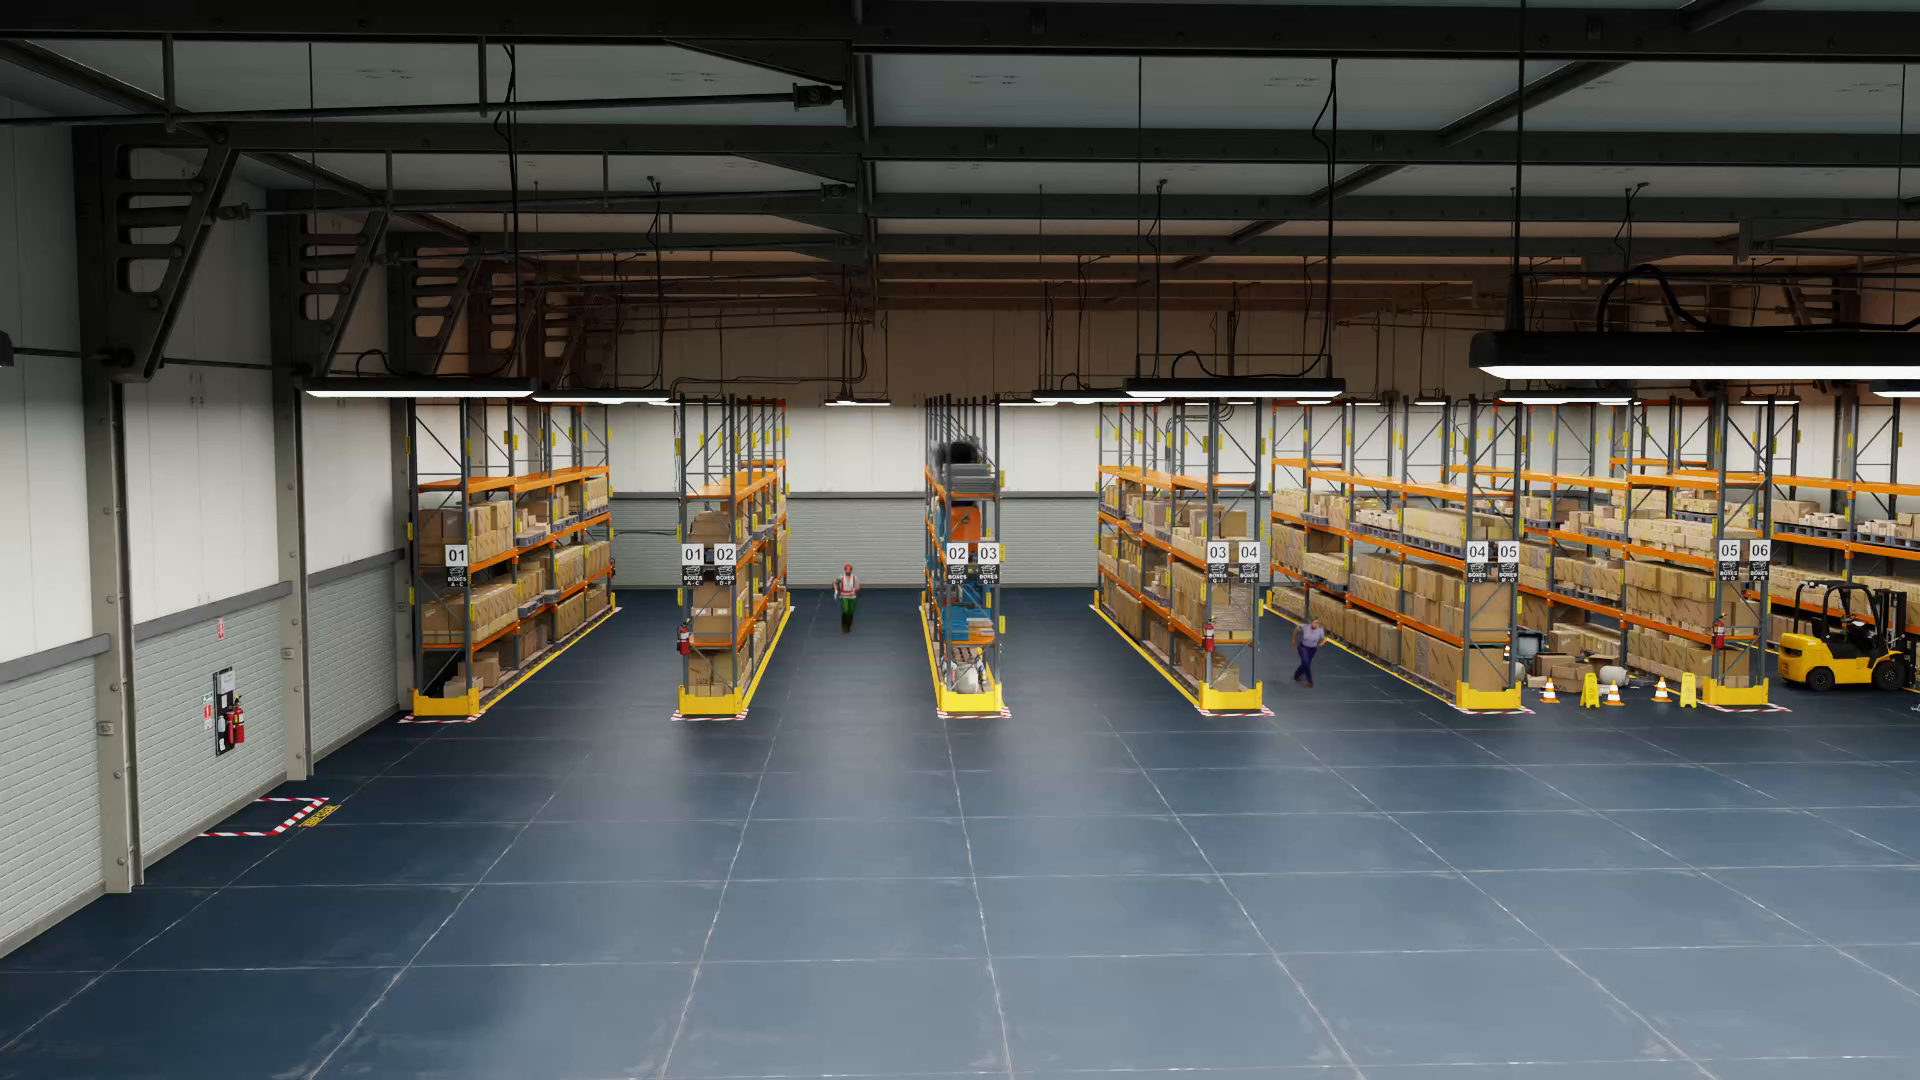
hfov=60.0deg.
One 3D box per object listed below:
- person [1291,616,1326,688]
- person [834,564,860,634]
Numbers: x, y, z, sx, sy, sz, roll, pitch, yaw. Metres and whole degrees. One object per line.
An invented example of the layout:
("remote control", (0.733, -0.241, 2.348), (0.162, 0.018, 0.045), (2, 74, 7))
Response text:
("person", (7.168, 2.270, 34.274), (0.605, 1.465, 1.064), (-1, 5, -9))
("person", (-2.848, 1.493, 42.240), (0.646, 1.783, 0.701), (-1, 5, -15))
